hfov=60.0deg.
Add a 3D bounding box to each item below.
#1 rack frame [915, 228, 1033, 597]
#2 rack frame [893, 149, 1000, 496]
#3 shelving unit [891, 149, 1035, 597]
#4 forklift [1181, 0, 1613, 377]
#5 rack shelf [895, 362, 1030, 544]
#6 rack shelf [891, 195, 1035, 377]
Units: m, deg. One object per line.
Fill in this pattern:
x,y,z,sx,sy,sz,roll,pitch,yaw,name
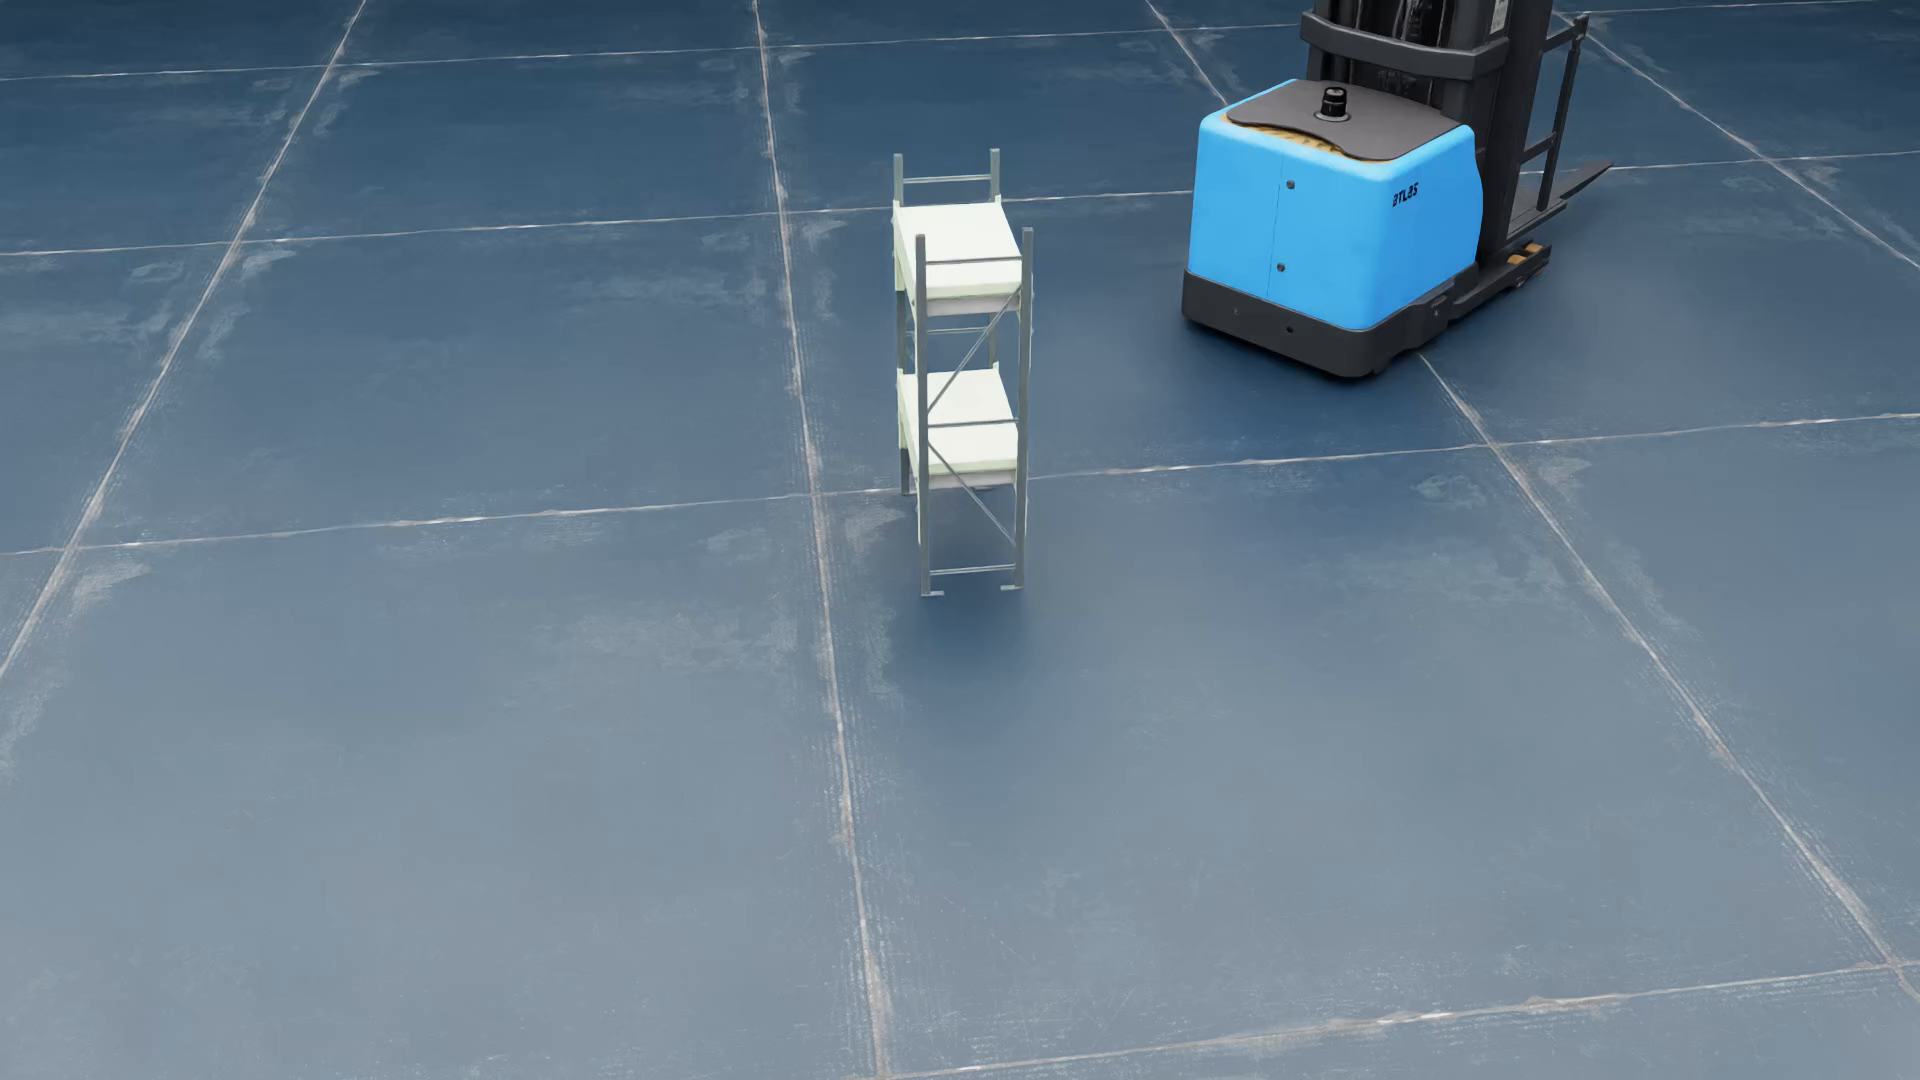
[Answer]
0.048,-0.419,6.033,0.400,1.500,0.023,-4,35,-6,rack frame
-0.050,-0.828,6.633,0.400,1.500,0.023,-4,35,-6,rack frame
-0.001,-0.623,6.333,0.431,1.500,0.755,-4,35,-6,shelving unit
2.474,-2.707,8.120,1.130,2.935,3.031,28,43,34,forklift
-0.001,-0.354,6.517,0.431,0.370,0.720,-4,35,-6,rack shelf
-0.001,-0.946,6.113,0.431,0.370,0.720,-4,35,-6,rack shelf
